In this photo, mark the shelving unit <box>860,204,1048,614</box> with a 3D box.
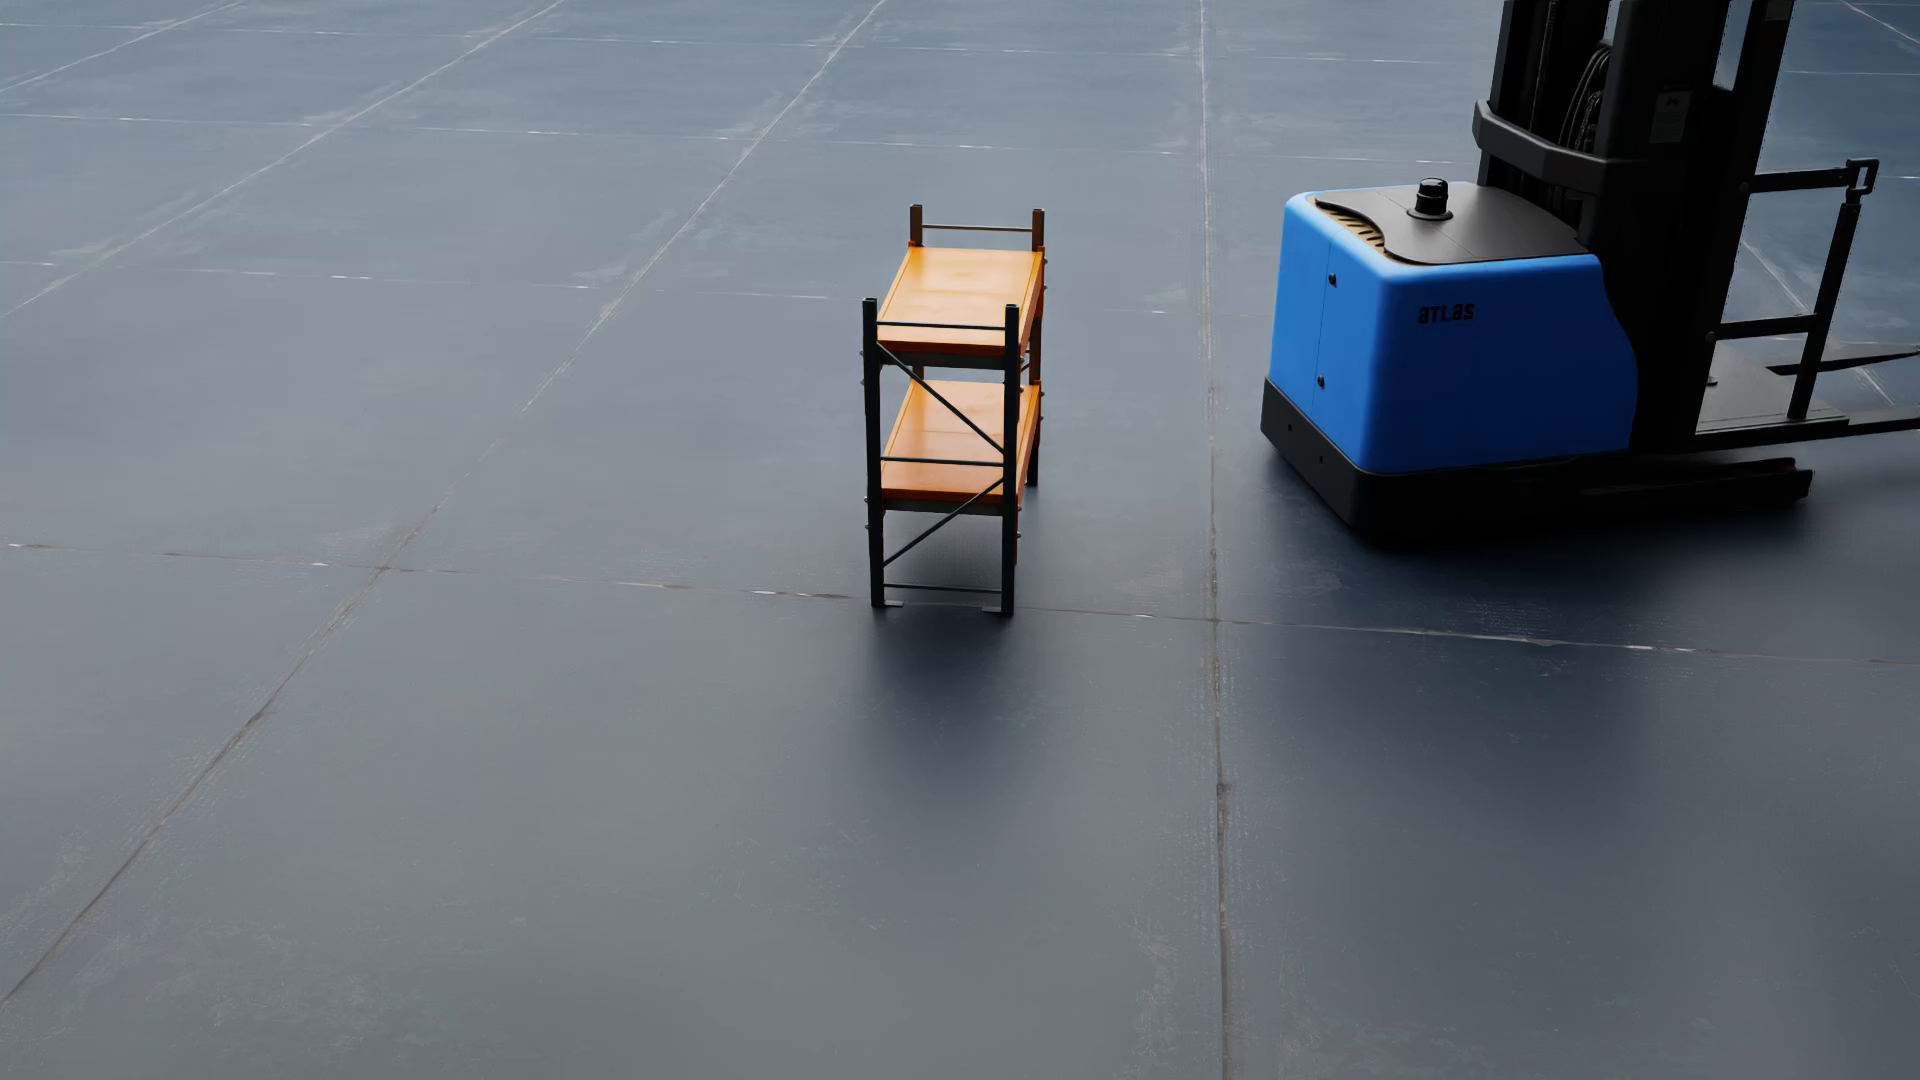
[{"bbox_3d":[0.001,-0.498,5.989,0.538,1.125,1.048,3,28,6],"label":"shelving unit"}]

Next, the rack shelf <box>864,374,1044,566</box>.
[{"bbox_3d":[0.001,-0.283,6.105,0.538,0.278,1.000,3,28,6],"label":"rack shelf"}]

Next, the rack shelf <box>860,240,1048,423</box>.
[{"bbox_3d":[0.001,-0.756,5.850,0.538,0.278,1.000,3,28,6],"label":"rack shelf"}]

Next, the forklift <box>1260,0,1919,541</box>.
[{"bbox_3d":[2.828,-1.640,6.203,3.031,2.935,1.130,-6,29,-11],"label":"forklift"}]

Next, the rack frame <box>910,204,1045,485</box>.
[{"bbox_3d":[0.063,-0.738,6.433,0.500,1.125,0.032,3,28,6],"label":"rack frame"}]

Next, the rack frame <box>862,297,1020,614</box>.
[{"bbox_3d":[-0.061,-0.259,5.545,0.500,1.125,0.032,3,28,6],"label":"rack frame"}]
